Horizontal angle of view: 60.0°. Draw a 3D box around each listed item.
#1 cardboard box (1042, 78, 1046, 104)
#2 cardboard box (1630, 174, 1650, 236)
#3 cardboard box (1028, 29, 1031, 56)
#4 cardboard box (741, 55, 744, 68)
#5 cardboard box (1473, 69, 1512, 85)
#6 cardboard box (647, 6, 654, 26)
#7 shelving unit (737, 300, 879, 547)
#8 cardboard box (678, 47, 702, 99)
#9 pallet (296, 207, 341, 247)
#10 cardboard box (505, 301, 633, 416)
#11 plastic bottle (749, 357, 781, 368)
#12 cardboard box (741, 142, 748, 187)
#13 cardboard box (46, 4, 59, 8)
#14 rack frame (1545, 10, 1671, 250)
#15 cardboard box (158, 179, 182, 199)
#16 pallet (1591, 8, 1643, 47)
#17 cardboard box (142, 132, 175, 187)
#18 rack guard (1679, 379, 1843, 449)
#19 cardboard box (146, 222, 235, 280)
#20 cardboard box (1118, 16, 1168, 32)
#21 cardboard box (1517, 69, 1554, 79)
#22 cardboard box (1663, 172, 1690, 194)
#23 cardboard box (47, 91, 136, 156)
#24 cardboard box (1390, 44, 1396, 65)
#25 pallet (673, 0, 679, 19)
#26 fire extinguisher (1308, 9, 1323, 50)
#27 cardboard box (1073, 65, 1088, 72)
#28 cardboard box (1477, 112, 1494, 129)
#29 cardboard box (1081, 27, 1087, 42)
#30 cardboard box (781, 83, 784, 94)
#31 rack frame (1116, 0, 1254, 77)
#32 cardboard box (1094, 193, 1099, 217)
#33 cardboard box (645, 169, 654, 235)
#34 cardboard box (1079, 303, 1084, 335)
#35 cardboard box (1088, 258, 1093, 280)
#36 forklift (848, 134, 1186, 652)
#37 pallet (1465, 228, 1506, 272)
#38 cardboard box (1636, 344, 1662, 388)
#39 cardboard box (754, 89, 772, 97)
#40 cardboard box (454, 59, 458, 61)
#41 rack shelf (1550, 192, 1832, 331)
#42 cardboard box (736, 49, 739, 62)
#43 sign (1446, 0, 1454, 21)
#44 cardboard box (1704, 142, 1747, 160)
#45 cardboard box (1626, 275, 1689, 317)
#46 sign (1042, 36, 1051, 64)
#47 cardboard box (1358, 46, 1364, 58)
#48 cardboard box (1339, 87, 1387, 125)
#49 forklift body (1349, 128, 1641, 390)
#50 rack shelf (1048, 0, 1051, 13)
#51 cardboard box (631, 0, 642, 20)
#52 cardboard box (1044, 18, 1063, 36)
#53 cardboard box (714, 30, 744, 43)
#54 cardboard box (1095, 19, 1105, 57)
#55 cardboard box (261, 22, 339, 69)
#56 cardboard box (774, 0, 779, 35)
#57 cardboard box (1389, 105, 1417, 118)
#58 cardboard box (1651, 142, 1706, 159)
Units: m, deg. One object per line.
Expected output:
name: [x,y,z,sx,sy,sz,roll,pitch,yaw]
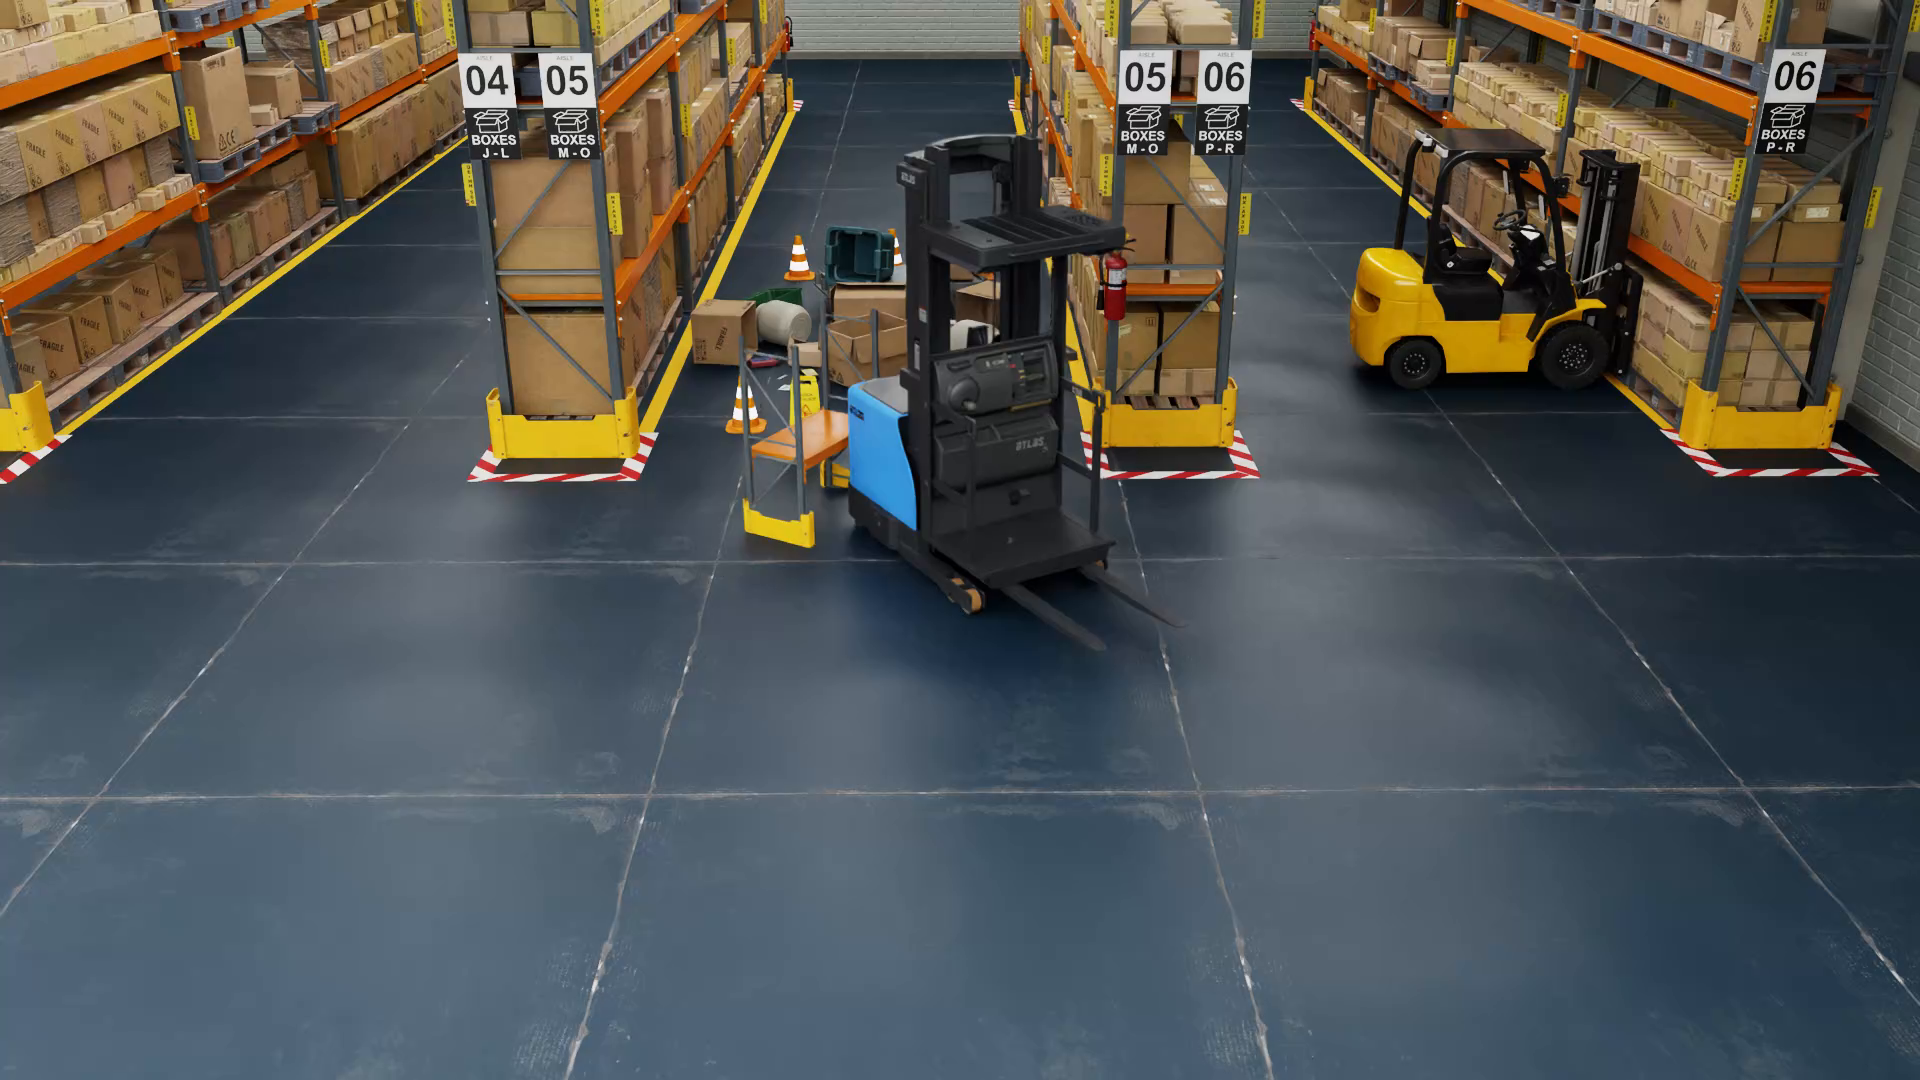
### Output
cardboard box: [1.325,-5.824,21.553,0.500,0.250,0.500,0,24,0]
cardboard box: [6.375,-3.081,15.185,0.500,0.500,0.500,0,24,0]
cardboard box: [1.296,-7.571,25.111,0.500,0.500,0.500,-1,24,-2]
cardboard box: [-3.163,-6.546,22.761,0.380,0.149,0.250,-1,24,-3]
cardboard box: [6.316,-5.491,19.726,0.380,0.149,0.250,0,24,1]
cardboard box: [-2.959,-4.685,14.885,0.380,0.149,0.250,0,24,0]
shelving unit: [-1.076,-0.882,12.262,0.587,1.500,1.083,13,27,27]
cardboard box: [-3.328,-5.307,18.893,0.700,0.500,0.500,-1,24,-1]
pallet: [-8.291,-3.838,20.363,1.003,0.211,1.213,0,24,-1]
cardboard box: [-3.324,-1.617,14.137,0.875,0.875,0.875,0,24,0]
plastic bottle: [-1.851,-1.688,15.792,0.283,0.061,0.133,-9,26,-19]
cardboard box: [-3.099,-4.963,21.991,0.500,0.500,0.500,0,24,0]
cardboard box: [-8.461,-4.804,15.174,0.380,0.149,0.250,0,24,1]
rack frame: [6.618,-3.850,17.007,1.000,3.000,0.127,0,24,-1]
cardboard box: [-7.965,-3.477,16.487,0.380,0.149,0.250,0,24,-1]
pallet: [6.653,-4.825,15.630,1.003,0.211,1.213,0,24,-1]
cardboard box: [-8.311,-3.777,16.363,0.875,0.500,0.500,0,24,-1]
rack guard: [6.662,-1.053,13.856,1.175,0.500,0.348,0,24,-1]
cardboard box: [-8.240,-3.097,17.840,0.700,0.500,0.500,-2,24,-5]
cardboard box: [1.435,-4.038,13.120,0.380,0.149,0.250,0,24,0]
cardboard box: [6.837,-5.492,19.729,0.380,0.149,0.250,0,24,-1]
cardboard box: [6.362,-3.109,14.460,0.380,0.149,0.250,-1,24,-2]
cardboard box: [-7.963,-3.822,15.249,0.500,0.500,0.500,0,24,-1]
cardboard box: [6.162,-6.703,22.967,0.396,0.266,0.258,1,24,2]
pallet: [-3.353,-5.420,17.069,0.805,0.209,1.217,-1,24,-3]
fire extinguisher: [6.024,-8.649,28.162,0.296,0.674,0.183,0,24,-1]
cardboard box: [1.403,-4.968,17.698,0.380,0.149,0.250,-1,24,-2]
cardboard box: [6.348,-4.827,19.348,0.500,0.250,0.500,-1,24,-2]
cardboard box: [1.357,-4.841,15.862,0.380,0.149,0.250,0,24,-1]
cardboard box: [-3.134,-7.519,27.707,0.380,0.149,0.250,-1,24,-2]
rack frame: [1.698,-4.912,12.073,1.000,3.000,0.127,0,24,-1]
cardboard box: [1.416,-2.788,14.176,0.500,0.500,0.500,0,24,0]
cardboard box: [-3.255,-3.012,14.970,0.875,0.550,0.500,0,24,-1]
cardboard box: [1.417,-2.082,15.924,0.500,0.250,0.500,-1,24,-1]
cardboard box: [1.357,-2.446,15.032,0.380,0.149,0.250,1,24,2]
forklift: [0.357,-1.064,10.929,1.130,2.935,3.031,-14,28,-28]
pallet: [6.555,-3.387,19.367,1.003,0.211,1.213,0,24,-1]
cardboard box: [6.345,-1.538,14.721,0.500,0.250,0.500,0,24,-1]
cardboard box: [-3.169,-7.010,26.220,0.380,0.149,0.250,0,24,0]
cardboard box: [-8.289,-7.312,26.729,0.875,0.875,0.875,0,24,-1]
rack shelf: [6.640,-2.699,15.333,1.077,0.370,4.000,0,24,-1]
cardboard box: [-3.164,-6.465,22.223,0.380,0.149,0.250,1,24,1]
sign: [7.086,-7.678,24.066,0.100,0.325,0.005,0,24,-1]
cardboard box: [6.883,-3.456,14.864,0.380,0.149,0.250,0,24,0]
cardboard box: [6.318,-2.203,14.978,0.500,0.250,0.500,0,24,0]
sign: [1.056,-5.999,20.351,0.100,0.325,0.005,0,24,-1]
cardboard box: [6.223,-7.377,25.109,0.380,0.149,0.250,0,24,1]
cardboard box: [6.381,-6.815,26.085,0.700,0.500,0.500,-1,24,-3]
forklift body: [4.817,-2.589,15.247,2.313,2.155,1.214,0,24,-1]
rack shelf: [1.589,-7.338,21.951,1.077,0.370,4.000,0,24,-1]
cardboard box: [-3.016,-4.609,14.234,0.500,0.250,0.500,0,24,-1]
cardboard box: [1.330,-6.399,21.308,0.500,0.500,0.500,0,24,0]
cardboard box: [-3.174,-6.917,22.861,0.380,0.149,0.250,0,24,-1]
cardboard box: [1.409,-4.243,14.056,0.500,0.250,0.500,0,24,1]
cardboard box: [-8.290,-6.234,20.939,0.797,0.503,0.637,1,24,1]
cardboard box: [-3.147,-8.283,26.326,0.500,0.500,0.500,0,24,0]
cardboard box: [6.363,-6.126,23.776,0.380,0.149,0.250,-1,24,-3]
cardboard box: [6.425,-3.457,14.869,0.380,0.149,0.250,0,24,0]
